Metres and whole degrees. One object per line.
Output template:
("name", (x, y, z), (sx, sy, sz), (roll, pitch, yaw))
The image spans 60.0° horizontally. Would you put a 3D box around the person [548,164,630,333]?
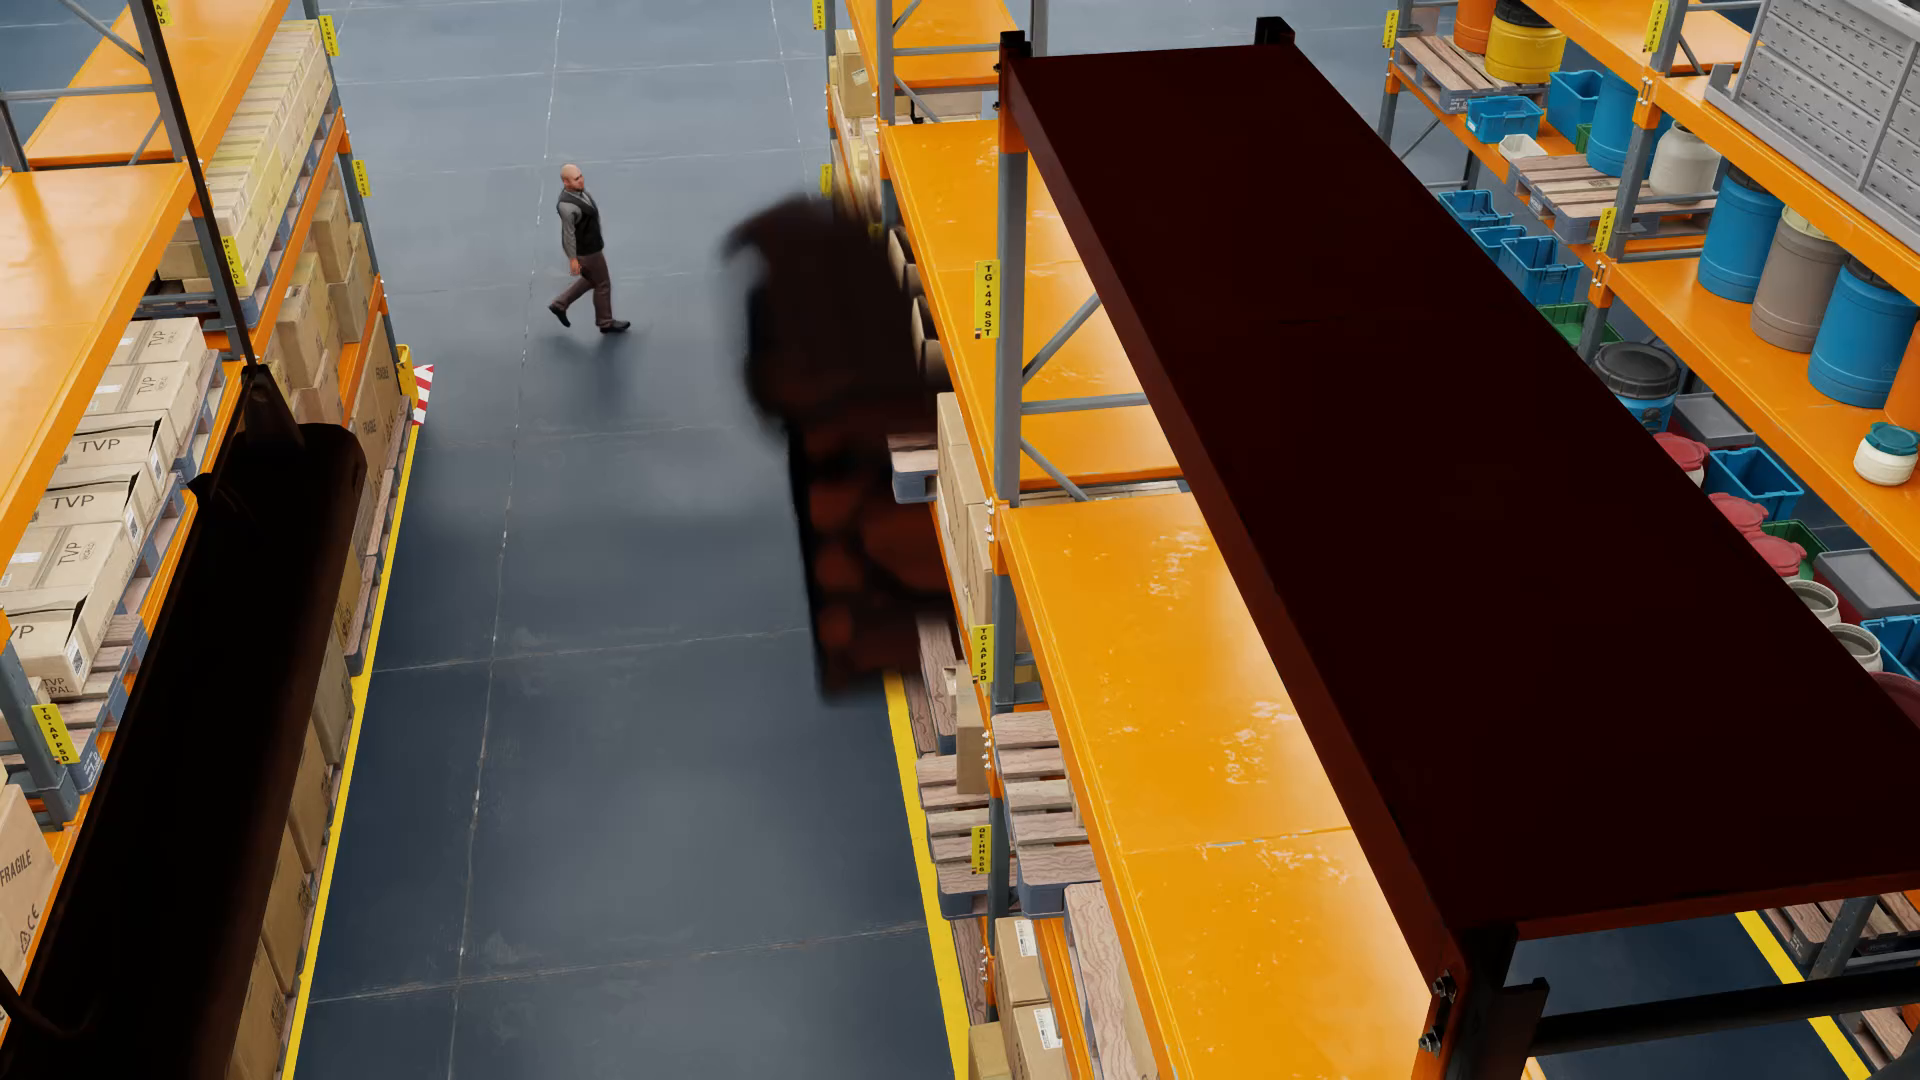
("person", (-3.609, -2.744, 15.738), (0.691, 1.713, 0.519), (-22, 42, -27))
